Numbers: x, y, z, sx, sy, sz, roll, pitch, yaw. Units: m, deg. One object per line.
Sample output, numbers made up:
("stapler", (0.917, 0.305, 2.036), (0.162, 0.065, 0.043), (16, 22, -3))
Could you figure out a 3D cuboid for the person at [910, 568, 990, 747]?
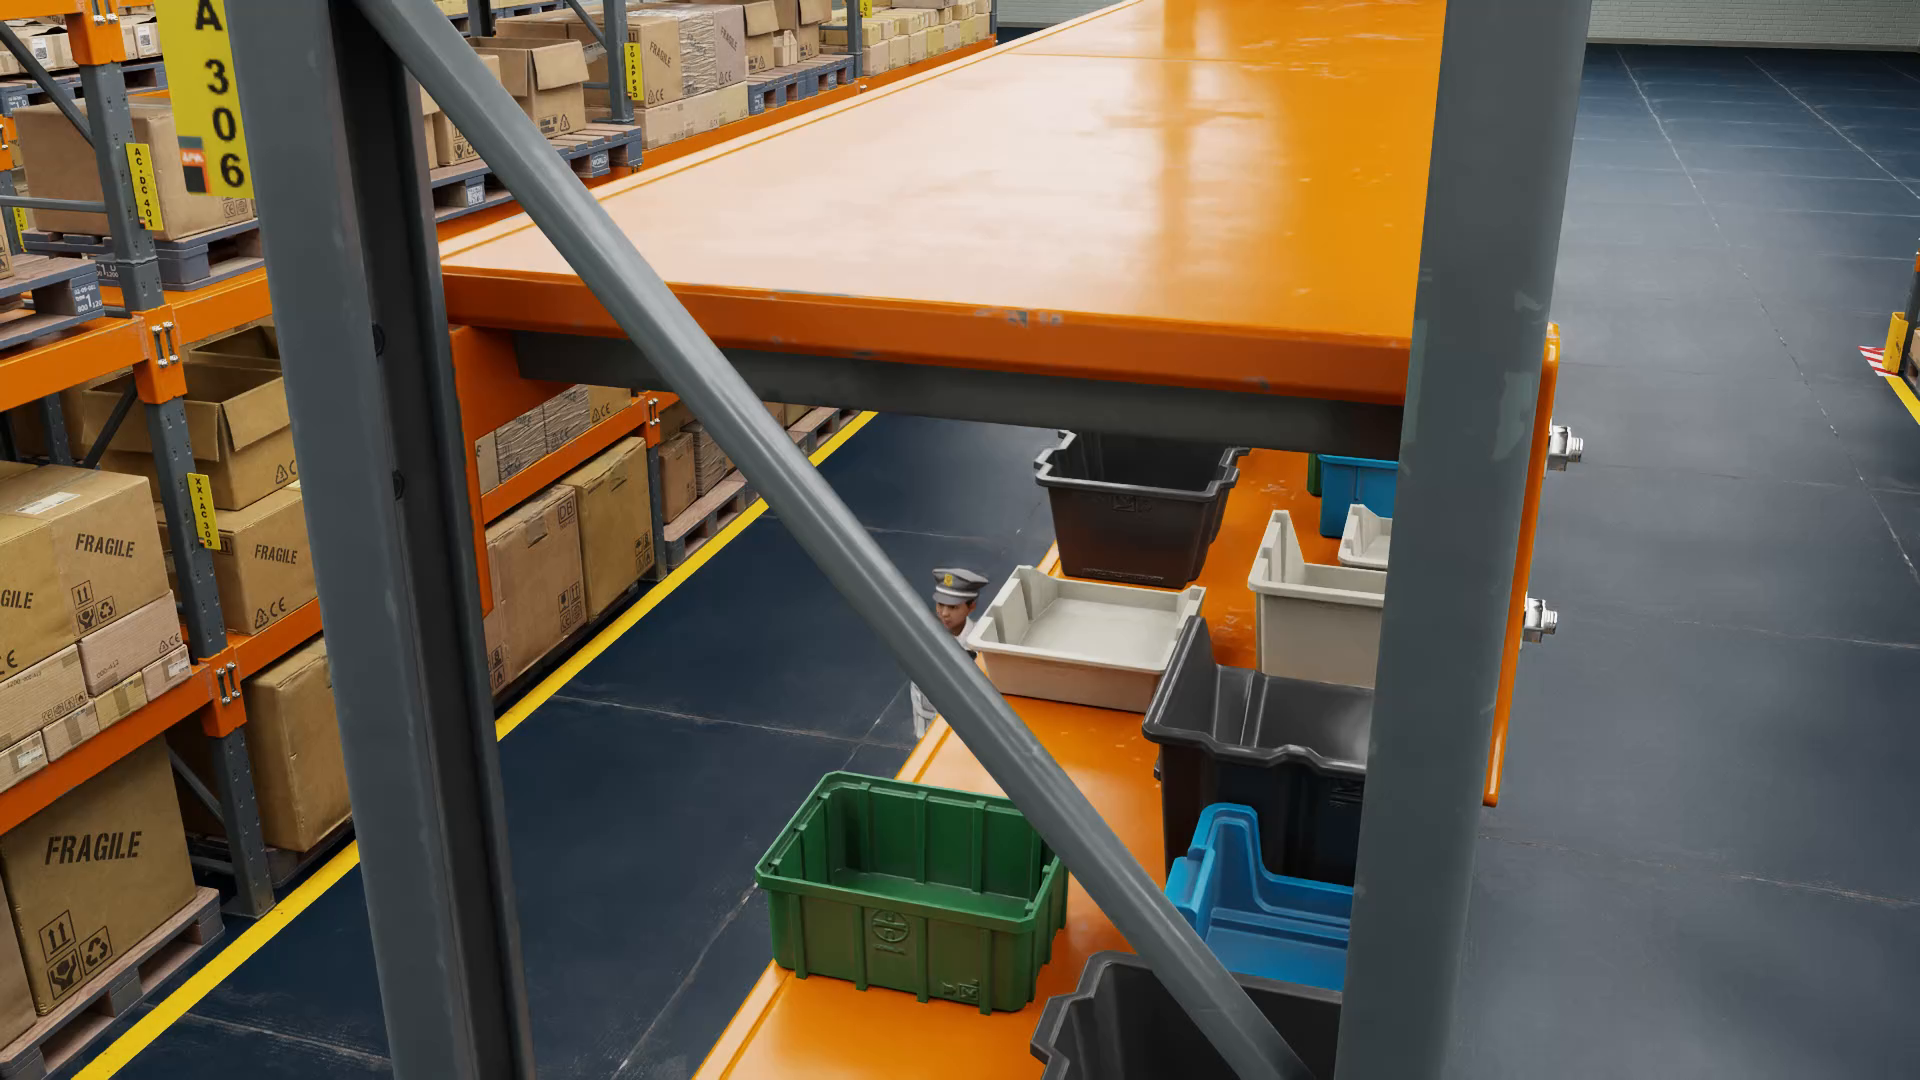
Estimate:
("person", (-0.038, 0.906, 7.279), (0.498, 1.637, 0.967), (6, 23, 15))
